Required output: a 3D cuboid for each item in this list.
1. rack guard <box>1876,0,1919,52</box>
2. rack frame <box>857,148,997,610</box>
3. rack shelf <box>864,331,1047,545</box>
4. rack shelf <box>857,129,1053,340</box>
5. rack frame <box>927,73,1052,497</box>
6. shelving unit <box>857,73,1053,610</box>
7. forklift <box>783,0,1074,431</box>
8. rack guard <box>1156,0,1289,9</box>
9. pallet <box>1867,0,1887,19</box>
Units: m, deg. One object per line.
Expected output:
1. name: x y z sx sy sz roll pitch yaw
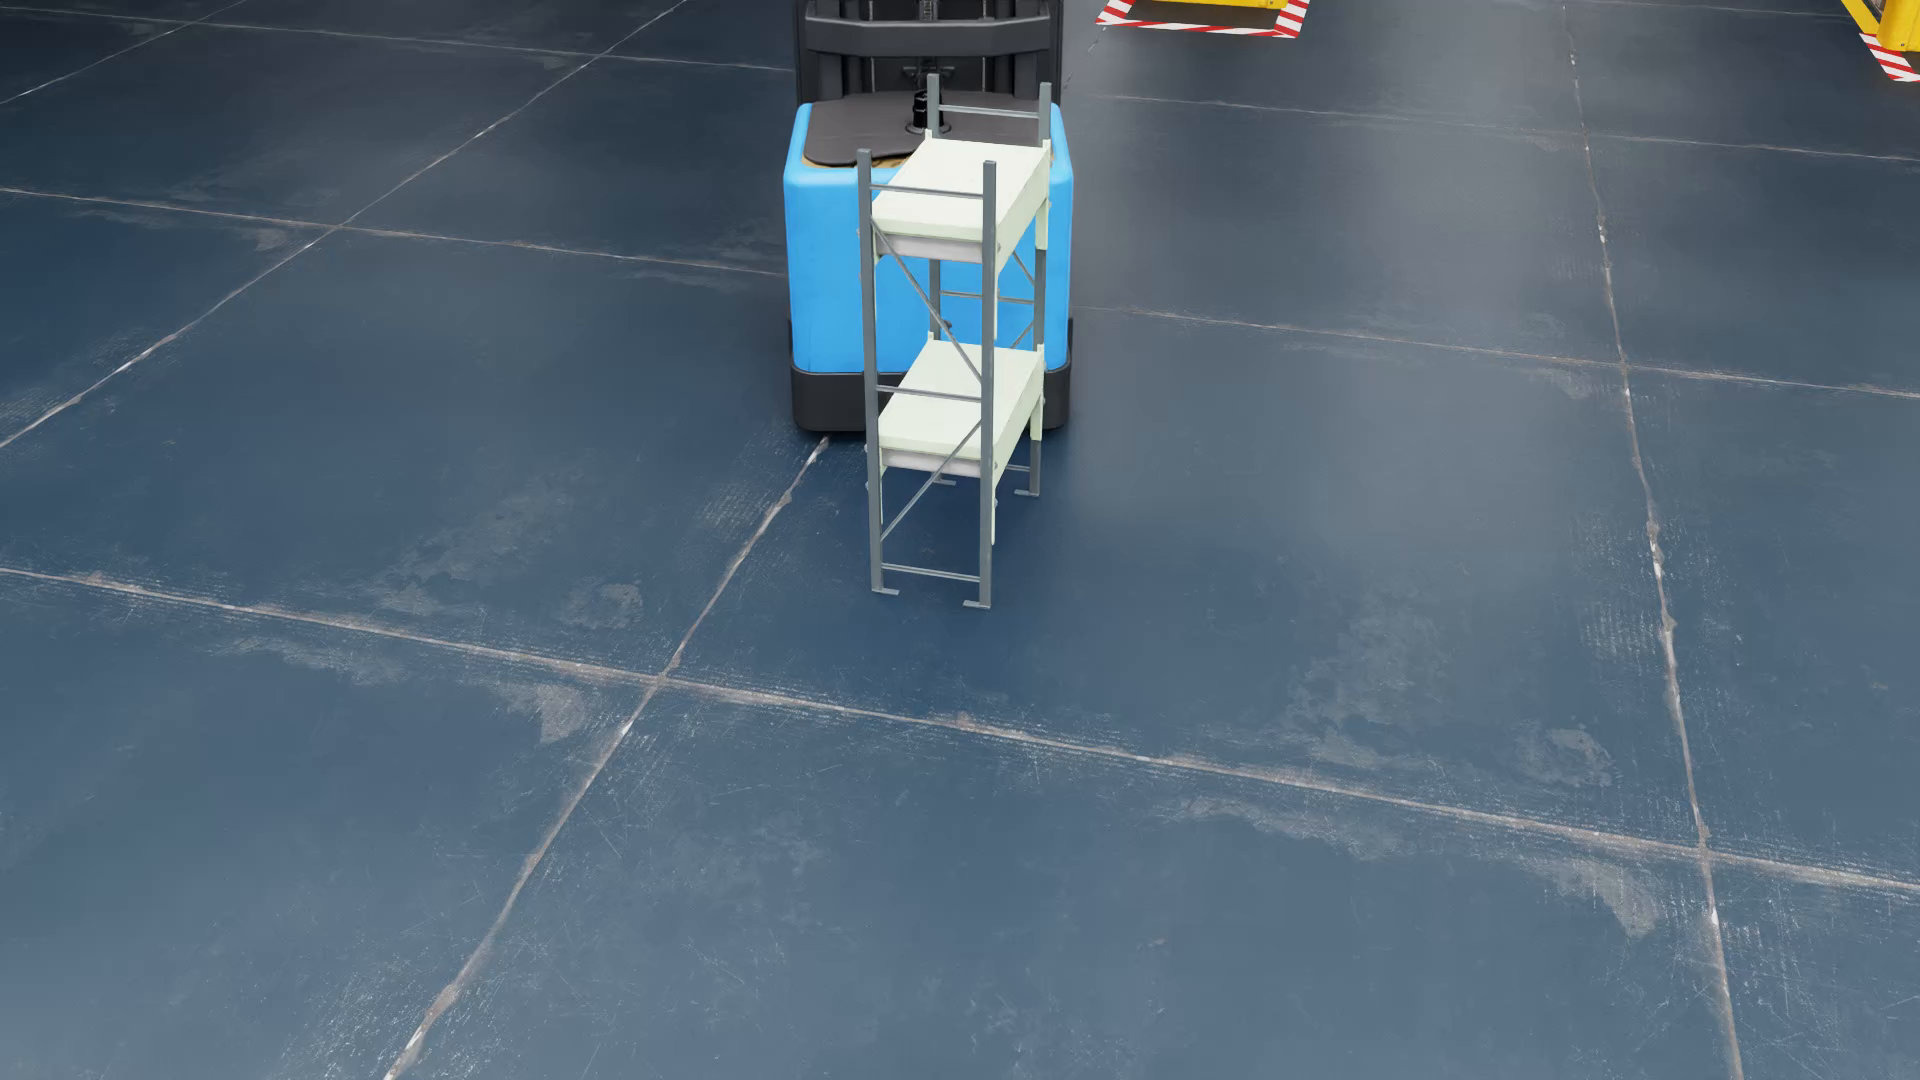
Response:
1. rack guard: 6.569 -3.380 10.601 1.175 0.500 0.348 8 33 12
2. rack frame: -0.095 -0.440 5.043 0.400 1.500 0.023 8 33 12
3. rack shelf: -0.002 -0.354 5.517 0.431 0.370 0.720 8 33 12
4. rack shelf: -0.002 -0.959 5.133 0.431 0.370 0.720 8 33 12
5. rack frame: 0.091 -0.819 5.641 0.400 1.500 0.023 8 33 12
6. shelving unit: -0.002 -0.629 5.342 0.431 1.500 0.755 8 33 12
7. forklift: -0.132 -2.400 6.794 1.130 2.935 3.031 0 32 -1
8. rack guard: 1.733 -4.061 11.672 1.175 0.500 0.348 8 33 12
9. pallet: 6.809 -3.675 11.334 1.003 0.211 1.213 8 33 12
